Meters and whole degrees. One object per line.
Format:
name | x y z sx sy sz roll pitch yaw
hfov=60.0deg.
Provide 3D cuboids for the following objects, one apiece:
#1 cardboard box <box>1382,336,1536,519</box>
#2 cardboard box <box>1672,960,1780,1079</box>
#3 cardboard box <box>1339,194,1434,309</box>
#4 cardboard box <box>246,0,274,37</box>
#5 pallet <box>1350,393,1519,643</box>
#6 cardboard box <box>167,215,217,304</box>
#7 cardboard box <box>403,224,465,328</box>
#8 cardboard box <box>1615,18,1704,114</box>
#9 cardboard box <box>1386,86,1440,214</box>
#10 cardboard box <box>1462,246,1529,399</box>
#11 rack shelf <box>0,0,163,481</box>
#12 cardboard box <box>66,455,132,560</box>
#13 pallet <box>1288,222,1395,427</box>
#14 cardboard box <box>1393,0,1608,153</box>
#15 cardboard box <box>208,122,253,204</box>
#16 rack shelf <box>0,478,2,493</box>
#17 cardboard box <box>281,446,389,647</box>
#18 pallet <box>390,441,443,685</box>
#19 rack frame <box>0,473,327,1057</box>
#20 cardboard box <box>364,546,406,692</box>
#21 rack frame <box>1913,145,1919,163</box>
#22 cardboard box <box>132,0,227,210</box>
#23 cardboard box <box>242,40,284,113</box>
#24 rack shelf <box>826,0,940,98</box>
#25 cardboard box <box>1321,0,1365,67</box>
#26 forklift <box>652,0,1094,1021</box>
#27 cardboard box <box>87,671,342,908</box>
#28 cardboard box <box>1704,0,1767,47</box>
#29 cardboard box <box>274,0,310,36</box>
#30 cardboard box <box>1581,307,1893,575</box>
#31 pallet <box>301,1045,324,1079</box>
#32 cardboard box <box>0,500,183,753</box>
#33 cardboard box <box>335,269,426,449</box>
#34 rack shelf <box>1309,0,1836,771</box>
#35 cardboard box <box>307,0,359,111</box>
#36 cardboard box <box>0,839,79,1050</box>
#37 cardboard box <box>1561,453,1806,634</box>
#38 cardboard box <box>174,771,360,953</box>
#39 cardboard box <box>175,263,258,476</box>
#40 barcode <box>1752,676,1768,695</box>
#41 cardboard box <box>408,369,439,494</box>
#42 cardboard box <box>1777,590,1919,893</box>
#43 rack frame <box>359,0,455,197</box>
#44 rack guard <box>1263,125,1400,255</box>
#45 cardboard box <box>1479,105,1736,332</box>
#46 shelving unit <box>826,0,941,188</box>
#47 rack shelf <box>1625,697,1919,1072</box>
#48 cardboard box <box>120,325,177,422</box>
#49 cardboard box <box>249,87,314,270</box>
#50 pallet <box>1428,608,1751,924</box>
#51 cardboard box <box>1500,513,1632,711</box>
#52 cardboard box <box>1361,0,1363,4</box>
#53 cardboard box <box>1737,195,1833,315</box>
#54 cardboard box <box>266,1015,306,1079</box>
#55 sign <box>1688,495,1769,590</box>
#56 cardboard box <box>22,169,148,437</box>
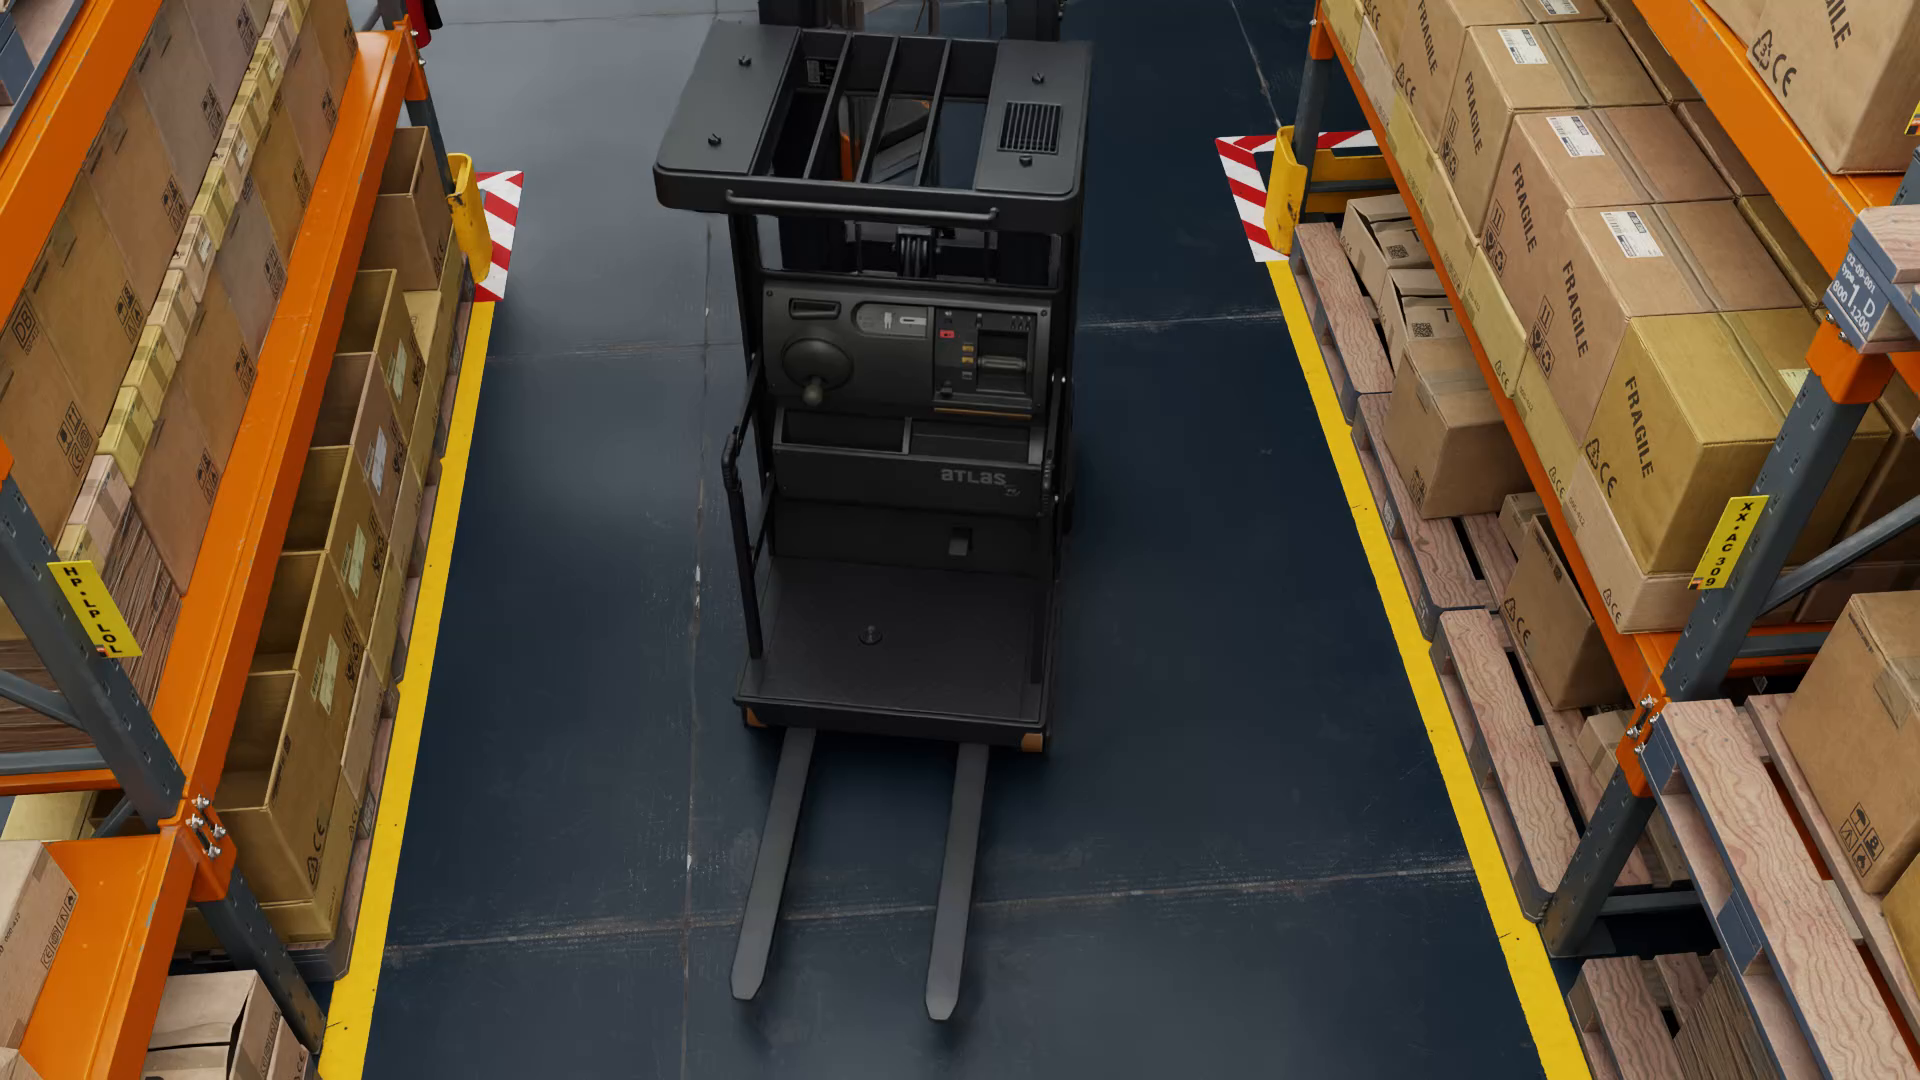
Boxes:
cardboard box | 2.118 -0.465 6.543 0.700 0.500 0.500 -6 47 -6
cardboard box | 2.504 1.508 4.674 0.700 0.500 0.500 -2 47 -2
cardboard box | 2.059 -1.346 7.508 0.500 0.311 0.500 -8 47 -8
cardboard box | -2.765 -2.045 5.659 0.700 0.500 0.500 -5 47 -4
pallet | 2.229 -0.141 6.738 1.003 0.211 1.213 -3 47 -3
cardboard box | -2.452 -0.823 4.948 0.380 0.149 0.250 -5 47 -4
cardboard box | -2.506 -1.151 7.378 0.500 0.250 0.500 -3 47 -3
cardboard box | 2.464 -1.408 5.590 0.500 0.500 0.500 -3 47 -3
cardboard box | 1.909 -1.465 6.161 0.500 0.250 0.500 -4 47 -4
cardboard box | 1.993 -0.735 5.470 0.500 0.250 0.500 -4 47 -4
rack shelf | -2.678 -1.659 4.685 1.077 0.370 4.000 -3 47 -3
cardboard box | -2.361 -0.073 4.237 0.380 0.149 0.250 -3 47 -3
pallet | 2.130 -1.022 7.572 1.003 0.211 1.213 -3 47 -3
cardboard box | 1.899 -1.743 5.907 0.500 0.500 0.500 -5 47 -5
cardboard box | -2.492 -1.192 5.298 0.380 0.149 0.250 -4 47 -4
rack shelf | -2.343 1.235 1.944 1.077 0.370 4.000 -3 47 -3
cardboard box | -2.321 0.037 5.737 0.500 0.500 0.500 -3 47 -3
pallet | -2.641 0.068 6.540 1.003 0.211 1.213 -3 47 -3
rack frame | -2.511 0.572 4.142 1.000 3.000 0.127 -3 47 -3
cardboard box | -2.321 0.295 6.009 0.500 0.250 0.500 -3 47 -3
rack frame | 2.425 -1.794 2.252 1.000 3.000 0.127 -3 47 -3
cardboard box | -2.680 -1.318 4.970 0.700 0.500 0.500 -3 47 -3
cardboard box | -2.538 -1.568 5.653 0.380 0.149 0.250 -2 47 -2
rack shelf | -0.396 -2.081 6.328 0.431 0.518 0.480 -33 55 -28
cardboard box | 1.815 -2.208 6.865 0.500 0.250 0.500 -5 47 -4
forklift | -0.197 -0.511 5.216 1.130 2.935 3.031 5 47 4
cardboard box | -2.237 0.761 5.051 0.500 0.500 0.500 -3 47 -3
cardboard box | 2.107 -1.521 3.976 0.500 0.500 0.500 -7 47 -7
cardboard box | -2.579 -1.940 6.006 0.380 0.149 0.250 -4 47 -4
cardboard box | 2.078 -0.268 4.511 0.500 0.500 0.500 -4 47 -3
pallet | -2.410 2.062 4.652 1.003 0.211 1.213 -3 47 -3
cardboard box | -2.554 0.217 4.409 0.700 0.500 0.500 -5 47 -4
cardboard box | -2.406 -0.686 6.422 0.500 0.500 0.500 -3 47 -3
rack shelf | 2.258 -0.931 6.061 1.077 0.370 4.000 -3 47 -3
cardboard box | -2.819 -2.018 6.526 0.700 0.500 0.500 -3 47 -3
cardboard box | -2.426 0.977 3.862 0.500 0.250 0.500 -1 47 -1
cardboard box | 2.084 -0.011 4.784 0.500 0.250 0.500 -3 47 -3
cardboard box | -2.247 1.019 5.323 0.500 0.250 0.500 -3 47 -3
cardboard box | -2.643 -0.527 5.114 0.700 0.500 0.500 -3 47 -3
barcode | 2.619 0.461 5.445 0.001 0.075 0.075 -3 47 -3
cardboard box | -2.409 -0.428 6.694 0.500 0.250 0.500 -3 47 -3
cardboard box | 2.434 0.453 3.883 0.700 0.500 0.500 -3 47 -3
rack frame | -2.846 -2.322 6.883 1.000 3.000 0.127 -3 47 -3
rack guard | 2.097 -1.711 8.026 1.175 0.500 0.348 -3 47 -3
cardboard box | 1.999 -0.994 5.198 0.500 0.500 0.500 -5 47 -4
shelving unit | -0.398 -1.609 6.826 0.431 2.100 0.503 -33 55 -28
rack shelf | 2.593 1.963 3.321 1.077 0.370 4.000 -3 47 -3
cardboard box | -2.408 -0.449 4.594 0.380 0.149 0.250 -4 47 -4
cardboard box | -2.735 -1.278 5.826 0.700 0.500 0.500 -3 47 -3
pallet | 2.334 0.744 5.900 1.003 0.211 1.213 -3 47 -3
cardboard box | 2.299 0.228 5.886 0.500 0.500 0.500 -7 47 -6
cardboard box | 1.831 -2.475 6.601 0.500 0.500 0.500 -3 47 -3
cardboard box | 2.555 -0.672 4.893 0.500 0.500 0.500 -4 47 -4
cardboard box | -2.187 1.656 4.720 0.500 0.250 0.500 -4 47 -4
sign | 1.885 0.009 4.079 0.100 0.325 0.005 -3 47 -3
cardboard box | -2.598 -0.594 4.285 0.700 0.500 0.500 -4 47 -3
